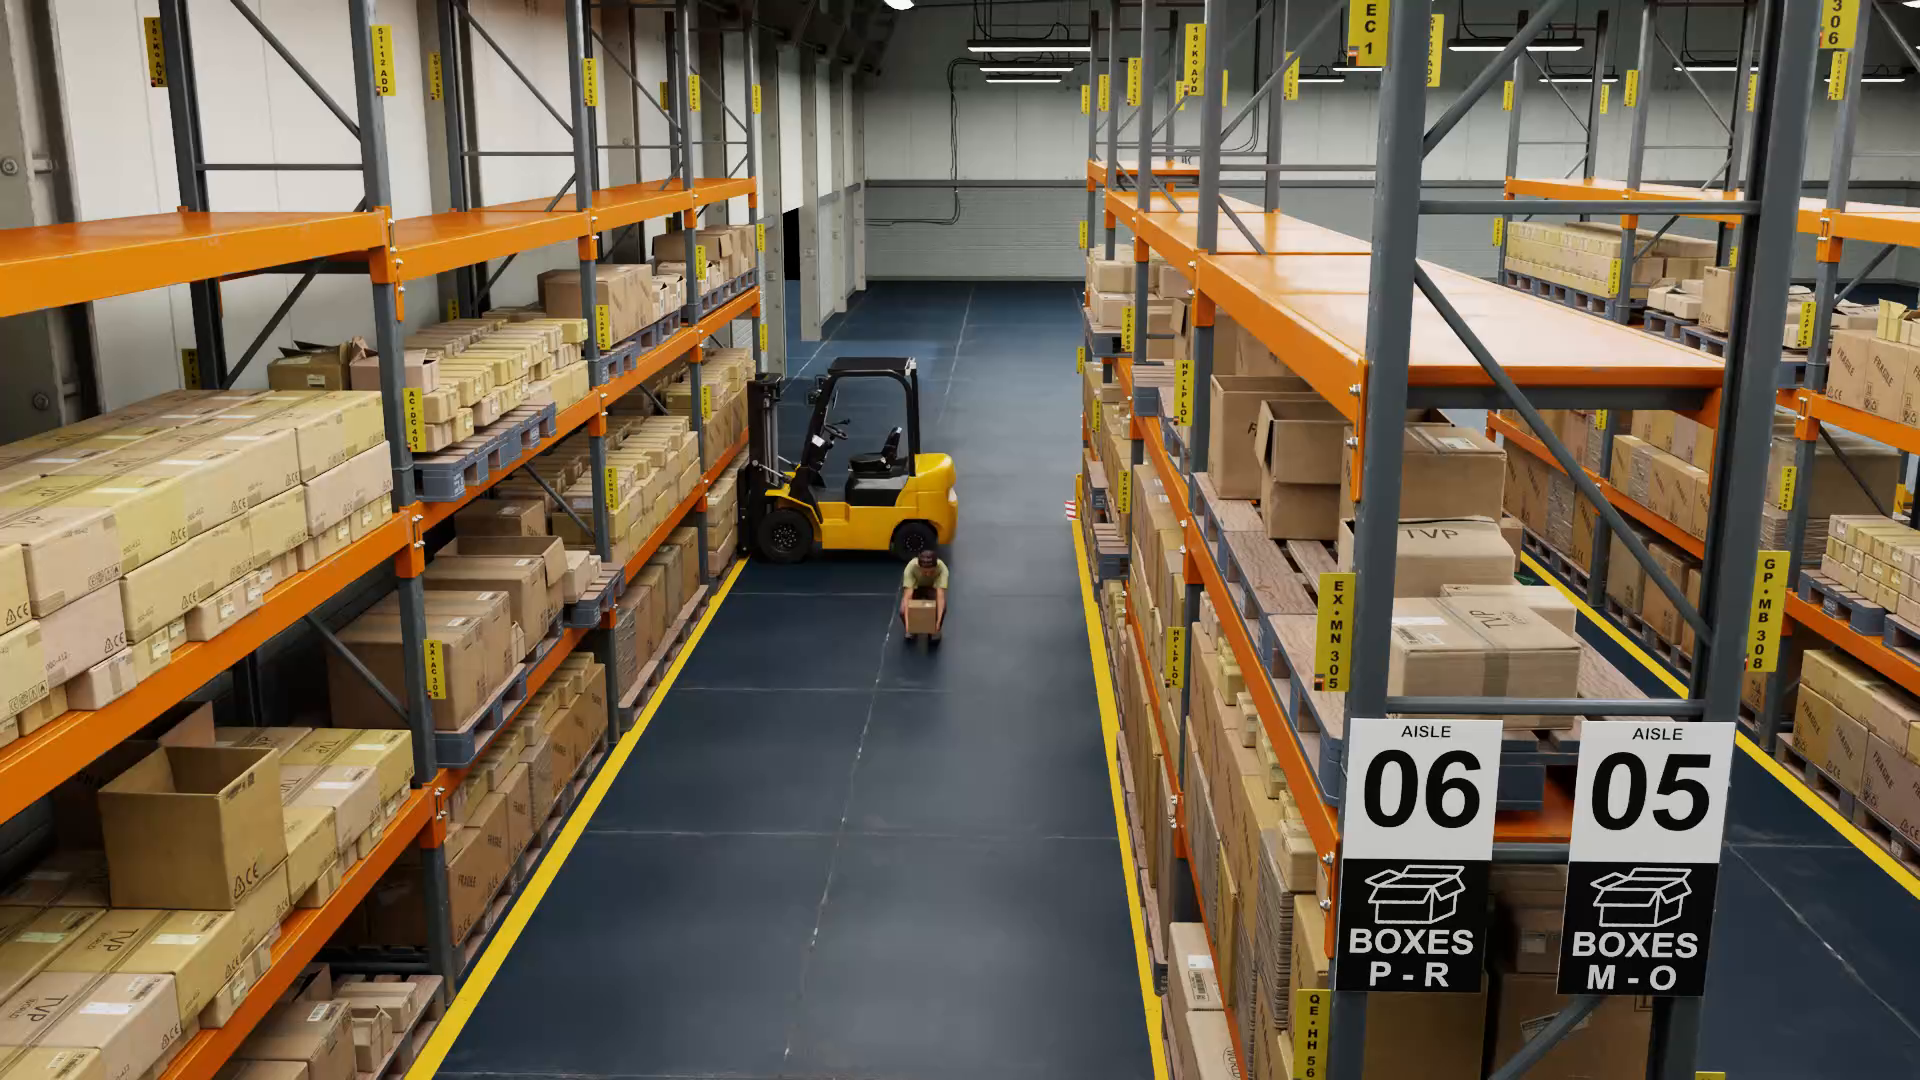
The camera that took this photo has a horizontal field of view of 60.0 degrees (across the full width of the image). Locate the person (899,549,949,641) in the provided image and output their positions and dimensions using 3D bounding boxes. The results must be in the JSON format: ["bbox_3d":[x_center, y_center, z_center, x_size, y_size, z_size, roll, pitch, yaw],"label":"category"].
[{"bbox_3d":[-0.333,0.493,15.569,0.465,0.939,0.817,0,14,0],"label":"person"}]
